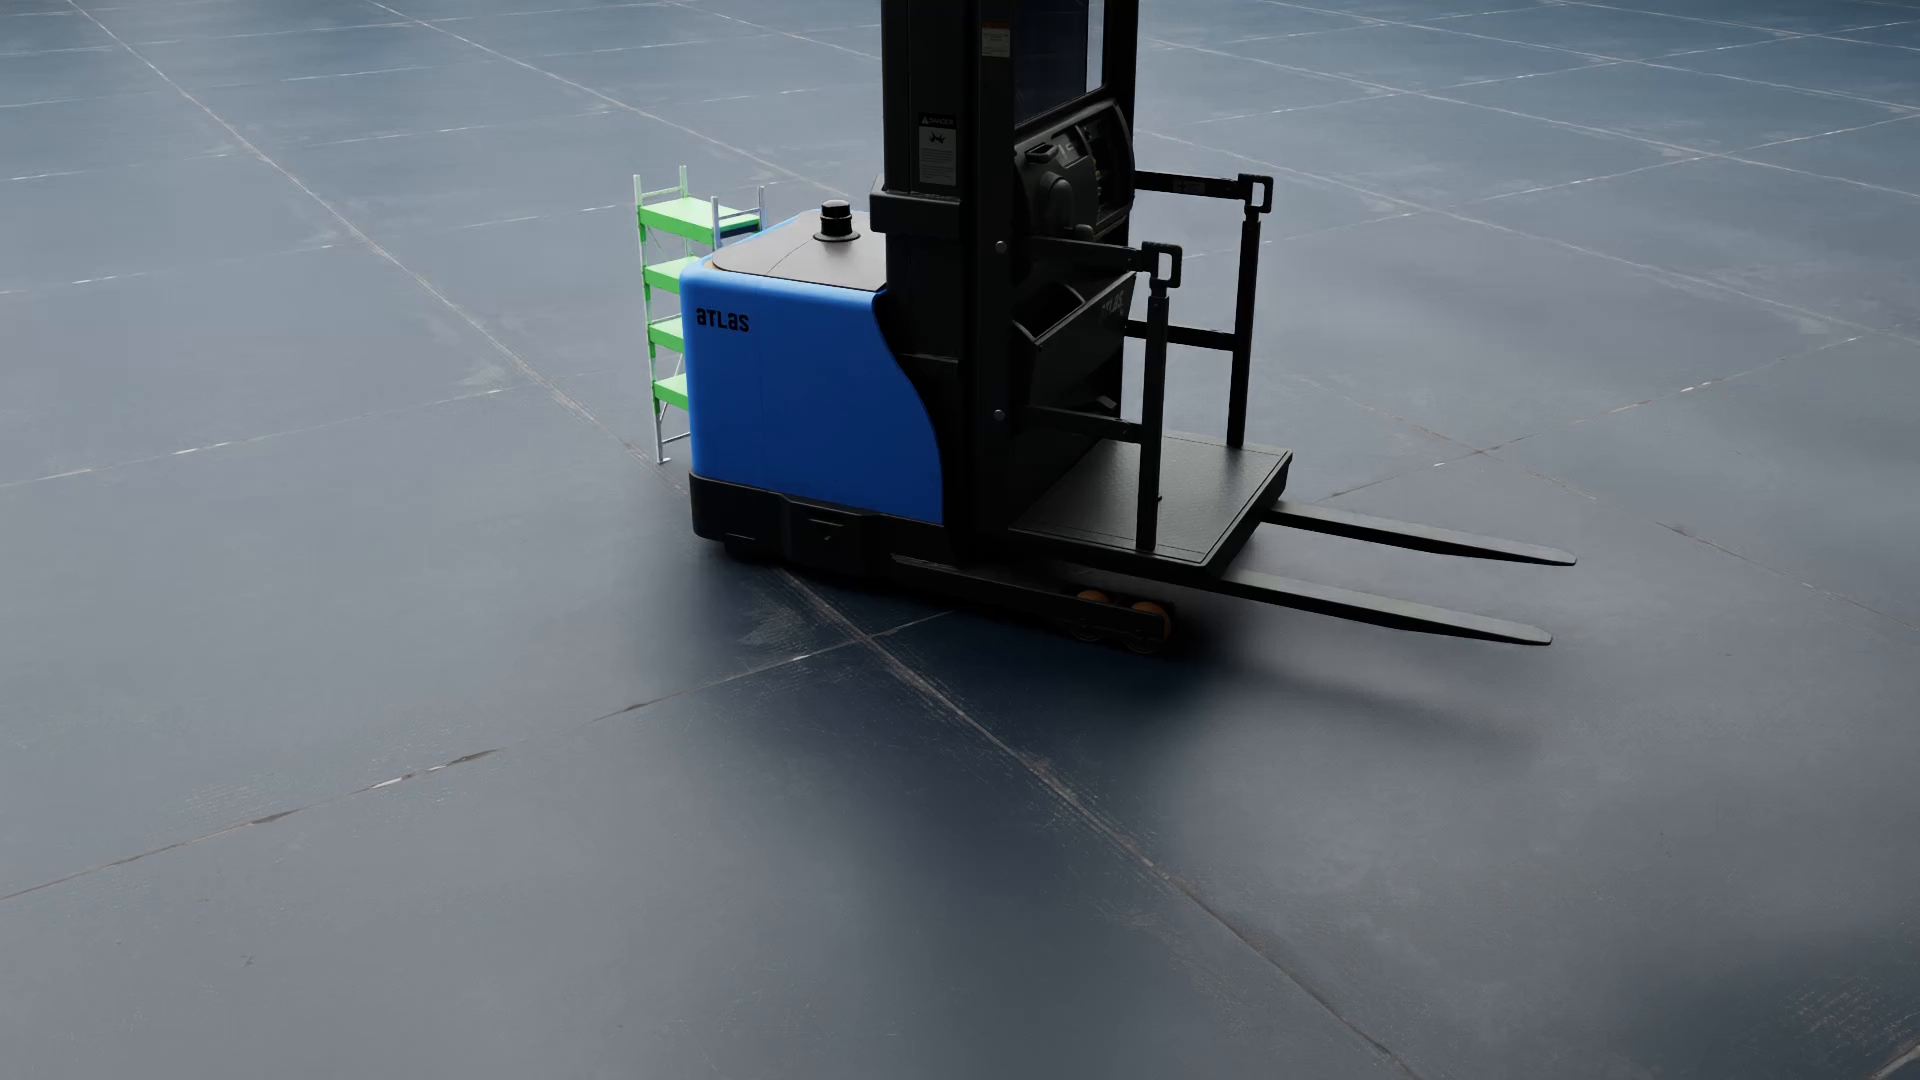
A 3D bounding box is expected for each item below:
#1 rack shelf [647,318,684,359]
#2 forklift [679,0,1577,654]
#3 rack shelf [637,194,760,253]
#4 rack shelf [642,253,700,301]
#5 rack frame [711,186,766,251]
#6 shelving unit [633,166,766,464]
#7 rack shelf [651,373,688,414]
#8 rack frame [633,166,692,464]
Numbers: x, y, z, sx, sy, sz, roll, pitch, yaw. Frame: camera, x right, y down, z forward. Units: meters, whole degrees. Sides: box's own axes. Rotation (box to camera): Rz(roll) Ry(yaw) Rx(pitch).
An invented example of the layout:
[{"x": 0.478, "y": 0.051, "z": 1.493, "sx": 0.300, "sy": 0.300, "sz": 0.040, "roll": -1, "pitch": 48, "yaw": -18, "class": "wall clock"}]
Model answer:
[{"x": -0.998, "y": -0.767, "z": 6.619, "sx": 0.480, "sy": 0.148, "sz": 0.258, "roll": 23, "pitch": 34, "yaw": 40, "class": "rack shelf"}, {"x": 0.567, "y": -1.211, "z": 5.382, "sx": 3.031, "sy": 2.935, "sz": 1.130, "roll": 11, "pitch": 28, "yaw": 23, "class": "forklift"}, {"x": -0.998, "y": -1.201, "z": 6.414, "sx": 0.480, "sy": 0.148, "sz": 0.258, "roll": 23, "pitch": 34, "yaw": 40, "class": "rack shelf"}, {"x": -0.998, "y": -0.984, "z": 6.516, "sx": 0.480, "sy": 0.148, "sz": 0.258, "roll": 23, "pitch": 34, "yaw": 40, "class": "rack shelf"}, {"x": -0.826, "y": -0.751, "z": 6.436, "sx": 0.015, "sy": 1.200, "sz": 0.240, "roll": 23, "pitch": 34, "yaw": 40, "class": "rack frame"}, {"x": -0.998, "y": -0.825, "z": 6.591, "sx": 0.503, "sy": 1.200, "sz": 0.258, "roll": 23, "pitch": 34, "yaw": 40, "class": "shelving unit"}, {"x": -0.998, "y": -0.550, "z": 6.721, "sx": 0.480, "sy": 0.148, "sz": 0.258, "roll": 23, "pitch": 34, "yaw": 40, "class": "rack shelf"}, {"x": -1.171, "y": -0.898, "z": 6.747, "sx": 0.015, "sy": 1.200, "sz": 0.240, "roll": 23, "pitch": 34, "yaw": 40, "class": "rack frame"}]
